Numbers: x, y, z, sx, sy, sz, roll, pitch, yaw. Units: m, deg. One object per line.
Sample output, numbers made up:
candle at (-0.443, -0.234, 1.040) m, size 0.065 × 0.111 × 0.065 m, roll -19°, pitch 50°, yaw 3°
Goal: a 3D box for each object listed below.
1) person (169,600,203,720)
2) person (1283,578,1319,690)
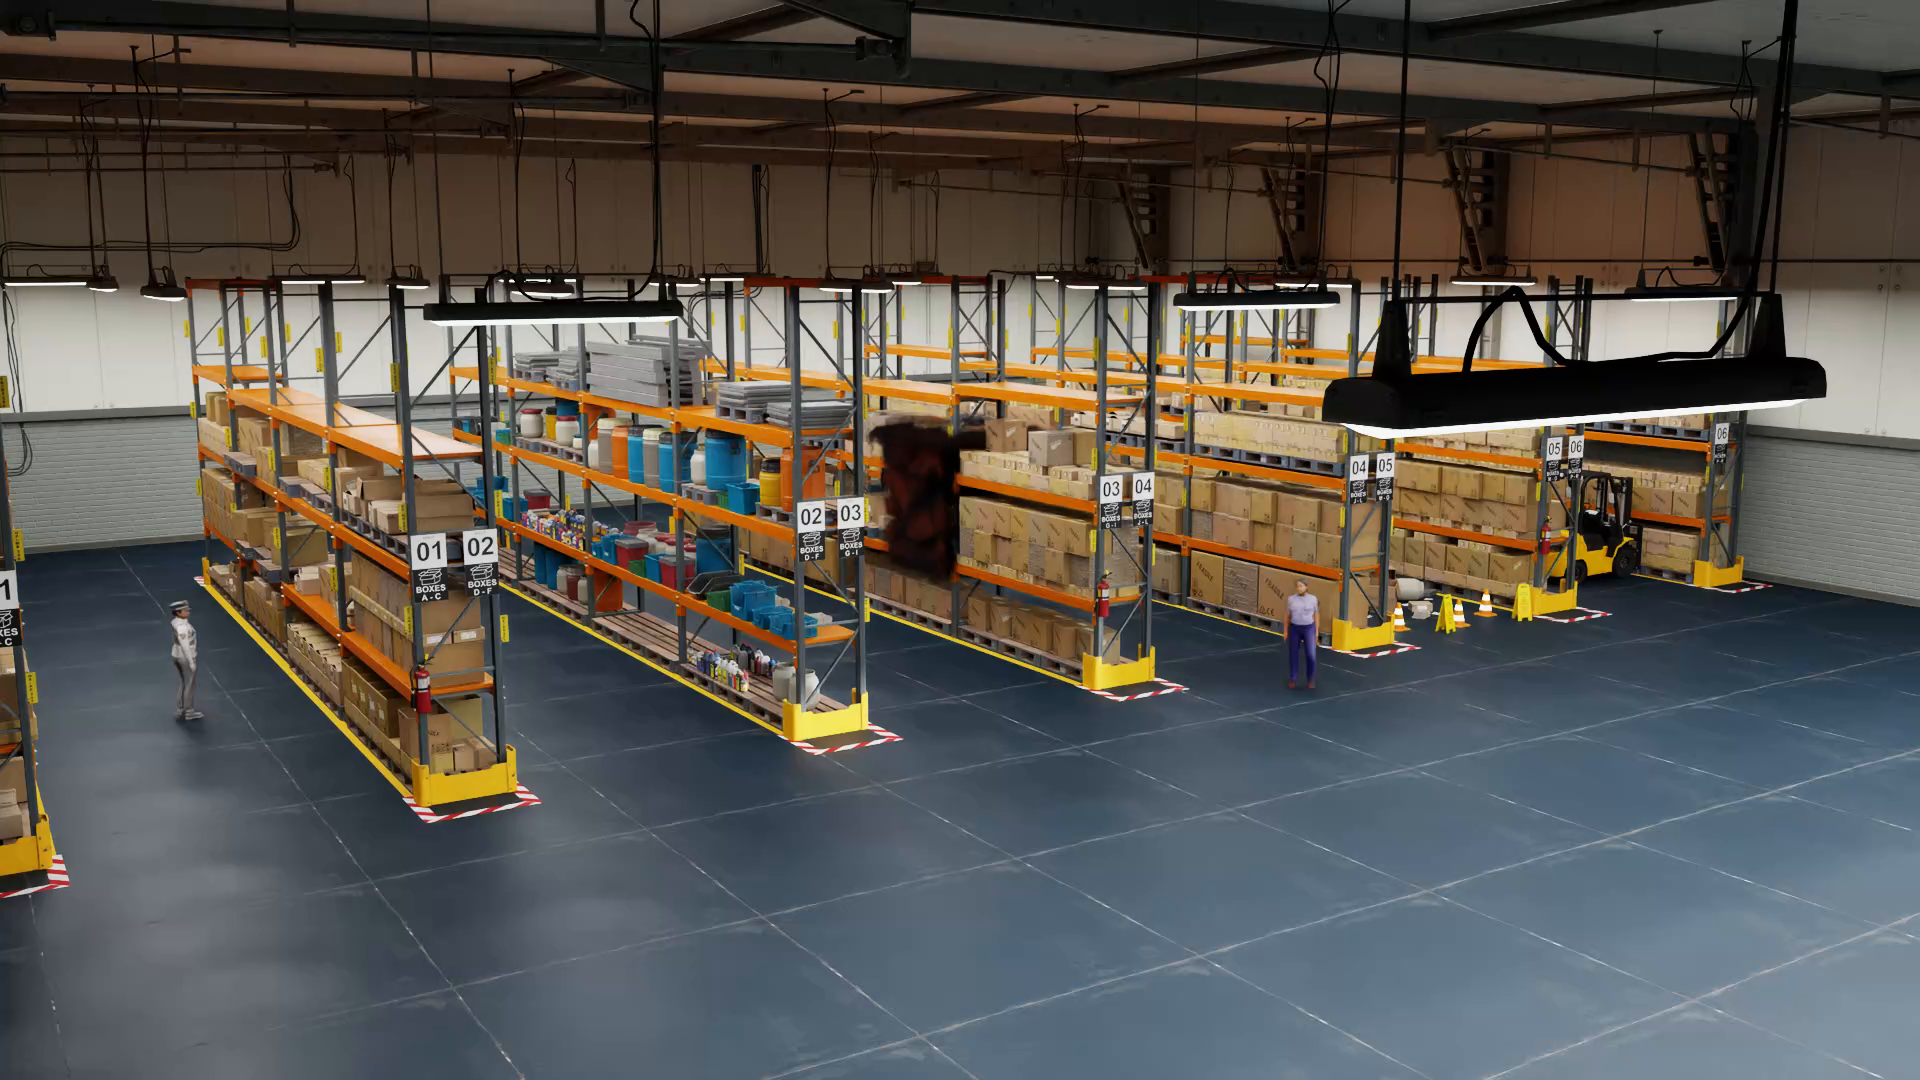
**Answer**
person at (-10.738, 1.665, 23.099) m, size 0.494 × 1.713 × 0.357 m, roll 9°, pitch 13°, yaw 41°
person at (5.082, 1.400, 24.800) m, size 0.513 × 1.683 × 0.375 m, roll 4°, pitch 10°, yaw 20°
